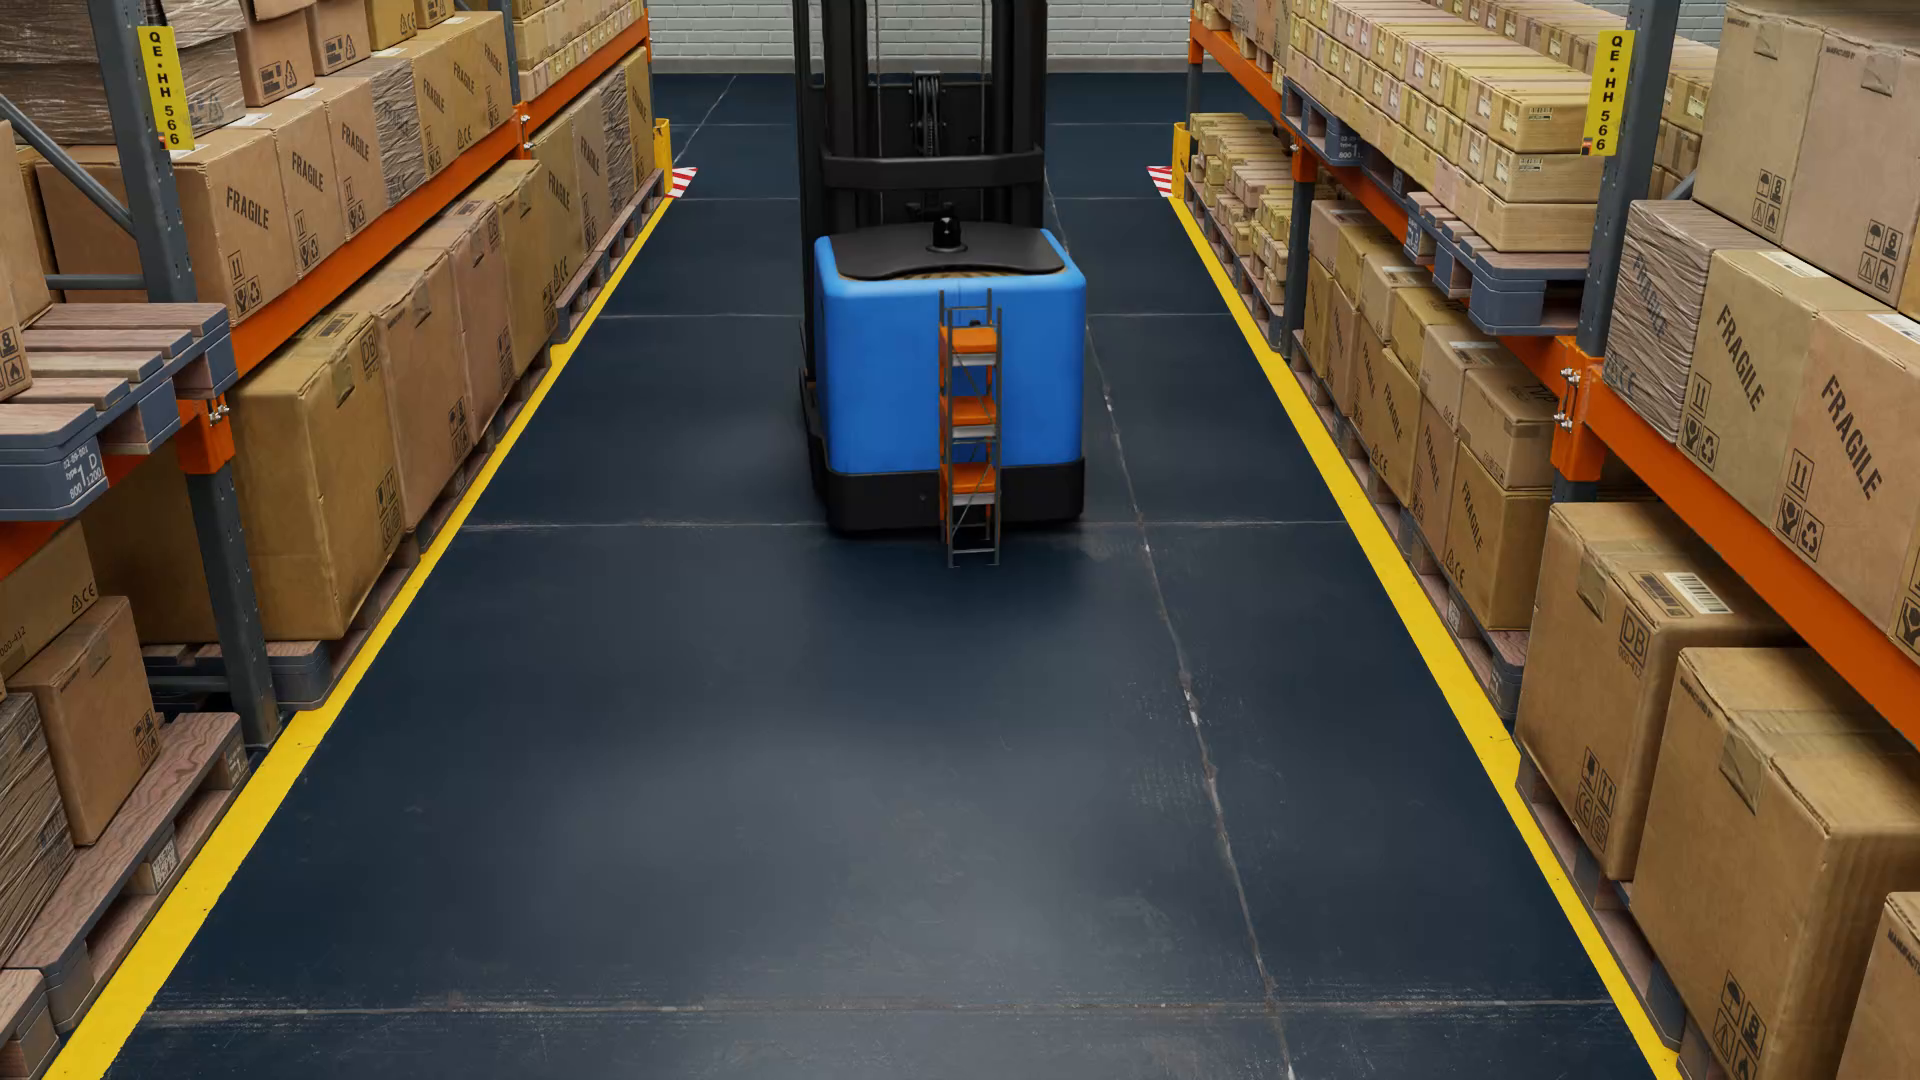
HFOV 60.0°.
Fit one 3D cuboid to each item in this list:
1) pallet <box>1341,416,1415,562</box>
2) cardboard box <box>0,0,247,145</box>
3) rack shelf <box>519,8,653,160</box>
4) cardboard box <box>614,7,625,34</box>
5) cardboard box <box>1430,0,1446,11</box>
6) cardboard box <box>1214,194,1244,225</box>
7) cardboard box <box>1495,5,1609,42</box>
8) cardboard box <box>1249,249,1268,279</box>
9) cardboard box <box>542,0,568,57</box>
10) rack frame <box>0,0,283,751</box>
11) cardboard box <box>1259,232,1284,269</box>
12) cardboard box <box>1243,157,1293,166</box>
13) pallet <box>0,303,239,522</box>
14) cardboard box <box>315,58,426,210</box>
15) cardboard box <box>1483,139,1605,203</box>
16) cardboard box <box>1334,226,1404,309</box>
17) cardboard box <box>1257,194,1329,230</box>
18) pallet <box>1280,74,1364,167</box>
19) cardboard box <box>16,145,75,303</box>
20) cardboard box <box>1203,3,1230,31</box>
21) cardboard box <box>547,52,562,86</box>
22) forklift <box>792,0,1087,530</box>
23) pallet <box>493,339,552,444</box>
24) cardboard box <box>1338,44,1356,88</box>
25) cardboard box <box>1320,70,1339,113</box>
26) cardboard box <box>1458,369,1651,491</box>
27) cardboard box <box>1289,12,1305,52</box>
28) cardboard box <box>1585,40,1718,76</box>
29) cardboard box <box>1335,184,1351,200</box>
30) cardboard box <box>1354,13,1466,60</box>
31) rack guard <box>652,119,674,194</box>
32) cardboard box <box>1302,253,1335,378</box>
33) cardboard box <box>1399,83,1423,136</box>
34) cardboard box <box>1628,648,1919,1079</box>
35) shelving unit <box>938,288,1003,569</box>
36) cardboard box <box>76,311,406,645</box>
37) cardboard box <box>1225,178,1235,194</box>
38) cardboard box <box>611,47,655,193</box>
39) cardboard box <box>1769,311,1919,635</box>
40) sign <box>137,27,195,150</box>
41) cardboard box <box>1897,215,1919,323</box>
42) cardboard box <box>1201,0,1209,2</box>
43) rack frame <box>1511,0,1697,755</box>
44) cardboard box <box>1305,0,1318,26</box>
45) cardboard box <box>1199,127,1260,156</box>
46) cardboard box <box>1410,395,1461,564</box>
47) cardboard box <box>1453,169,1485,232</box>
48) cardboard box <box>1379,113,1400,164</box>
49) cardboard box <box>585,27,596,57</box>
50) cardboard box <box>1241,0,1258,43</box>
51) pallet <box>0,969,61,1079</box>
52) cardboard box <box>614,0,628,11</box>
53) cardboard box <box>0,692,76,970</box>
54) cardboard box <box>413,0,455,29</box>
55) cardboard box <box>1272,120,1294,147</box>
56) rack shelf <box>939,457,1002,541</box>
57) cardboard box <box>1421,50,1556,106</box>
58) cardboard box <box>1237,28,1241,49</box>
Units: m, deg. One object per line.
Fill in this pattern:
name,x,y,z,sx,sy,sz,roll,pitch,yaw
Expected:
pallet,2.252,-0.255,7.058,1.003,0.211,1.213,0,24,-1
cardboard box,-2.683,-1.526,5.144,0.797,0.503,0.637,1,24,1
rack shelf,-2.757,-2.866,10.320,1.077,0.370,4.000,0,24,-1
cardboard box,-2.438,-3.444,11.031,0.380,0.149,0.250,0,24,0
cardboard box,2.425,-2.534,7.786,0.380,0.149,0.250,1,24,2
cardboard box,1.869,-2.150,10.815,0.380,0.149,0.250,-1,24,-3
cardboard box,2.432,-2.107,6.842,0.380,0.149,0.250,-1,24,-2
cardboard box,1.894,-1.619,9.640,0.380,0.149,0.250,-1,24,-2
cardboard box,-2.479,-2.837,9.203,0.500,0.250,0.500,0,24,-1
rack frame,-2.691,-0.722,4.705,1.000,3.000,0.127,0,24,-1
cardboard box,1.889,-1.618,9.277,0.380,0.149,0.250,-1,24,-3
cardboard box,1.981,-2.299,10.422,0.380,0.149,0.250,0,24,0
pallet,-2.577,-0.341,4.097,1.213,0.211,1.003,0,24,-1
cardboard box,-2.445,-1.598,6.522,0.500,0.500,0.500,0,24,0
cardboard box,1.809,-1.116,5.012,0.380,0.149,0.250,0,24,1
cardboard box,1.978,-1.219,7.420,0.500,0.250,0.500,0,24,1
cardboard box,1.909,-1.867,9.466,0.380,0.149,0.250,0,24,-1
pallet,2.089,-1.947,7.649,1.003,0.211,1.213,0,24,-1
cardboard box,-2.945,-0.969,5.132,0.500,0.500,0.500,0,24,1
cardboard box,1.851,-3.534,11.228,0.380,0.149,0.250,-1,24,-2
cardboard box,-2.412,-2.596,9.154,0.380,0.149,0.250,1,24,1
forklift,-0.203,-1.950,7.504,1.130,2.935,3.031,-3,25,-7
pallet,-2.651,-0.782,8.222,1.003,0.211,1.213,0,24,-1
cardboard box,1.787,-1.967,6.894,0.380,0.149,0.250,1,24,2
cardboard box,1.779,-1.942,7.200,0.380,0.149,0.250,0,24,0
cardboard box,2.000,-0.377,5.557,0.500,0.250,0.500,-1,24,-2
cardboard box,1.770,-2.398,7.847,0.380,0.149,0.250,0,24,0
cardboard box,2.447,-1.674,5.884,0.380,0.149,0.250,1,24,2
cardboard box,2.408,-1.982,9.720,0.380,0.149,0.250,-1,24,-2
cardboard box,1.785,-2.001,6.608,0.380,0.149,0.250,1,24,1
rack guard,-2.779,-2.889,12.531,1.175,0.500,0.348,0,24,-1
cardboard box,1.969,-1.097,8.060,0.500,0.500,0.500,1,24,1
cardboard box,1.796,-1.540,5.950,0.380,0.149,0.250,0,24,-1
cardboard box,2.199,0.743,3.687,1.050,0.750,0.750,0,24,0
shelving unit,0.038,-0.421,6.406,0.215,1.050,0.252,-3,25,-7
cardboard box,-2.678,-0.229,5.686,1.225,0.875,0.875,-1,24,-3
cardboard box,1.961,-2.381,10.963,0.380,0.149,0.250,-1,24,-3
cardboard box,-2.692,-2.978,11.763,0.875,0.875,0.875,0,24,-1
cardboard box,2.018,-0.144,3.308,0.500,0.500,0.500,0,24,-1
sign,-2.149,-1.219,4.497,0.100,0.325,0.005,0,24,-1
cardboard box,2.279,-0.599,3.099,0.700,0.500,0.500,-1,24,-1
cardboard box,1.911,-3.994,11.458,0.500,0.500,0.500,1,24,2
rack frame,2.269,-0.702,4.663,1.000,3.000,0.127,0,24,-1
cardboard box,1.779,-2.419,7.532,0.380,0.149,0.250,0,24,1
cardboard box,1.846,-2.727,11.368,0.380,0.149,0.250,0,24,-1
cardboard box,1.999,-0.239,6.161,0.500,0.500,0.500,1,24,2
cardboard box,1.803,-1.083,5.299,0.380,0.149,0.250,0,24,-1
cardboard box,1.796,-1.509,6.241,0.380,0.149,0.250,0,24,1
cardboard box,-2.424,-3.021,10.095,0.380,0.149,0.250,-1,24,-2
cardboard box,1.929,-3.149,9.589,0.500,0.500,0.500,0,24,-1
pallet,-2.674,1.372,3.459,1.003,0.211,1.213,0,24,-1
cardboard box,-2.503,-3.678,11.063,0.500,0.250,0.500,-1,24,-1
cardboard box,-2.645,0.721,4.014,0.700,0.500,0.500,-2,24,-5
cardboard box,-2.720,-2.609,7.541,0.797,0.503,0.637,-1,24,-2
cardboard box,2.386,-2.841,11.620,0.380,0.149,0.250,0,24,0
rack shelf,0.038,-0.158,6.525,0.215,0.259,0.240,-3,25,-7
cardboard box,1.796,-1.571,5.658,0.380,0.149,0.250,0,24,1
cardboard box,1.926,-3.107,10.284,0.380,0.149,0.250,1,24,1
